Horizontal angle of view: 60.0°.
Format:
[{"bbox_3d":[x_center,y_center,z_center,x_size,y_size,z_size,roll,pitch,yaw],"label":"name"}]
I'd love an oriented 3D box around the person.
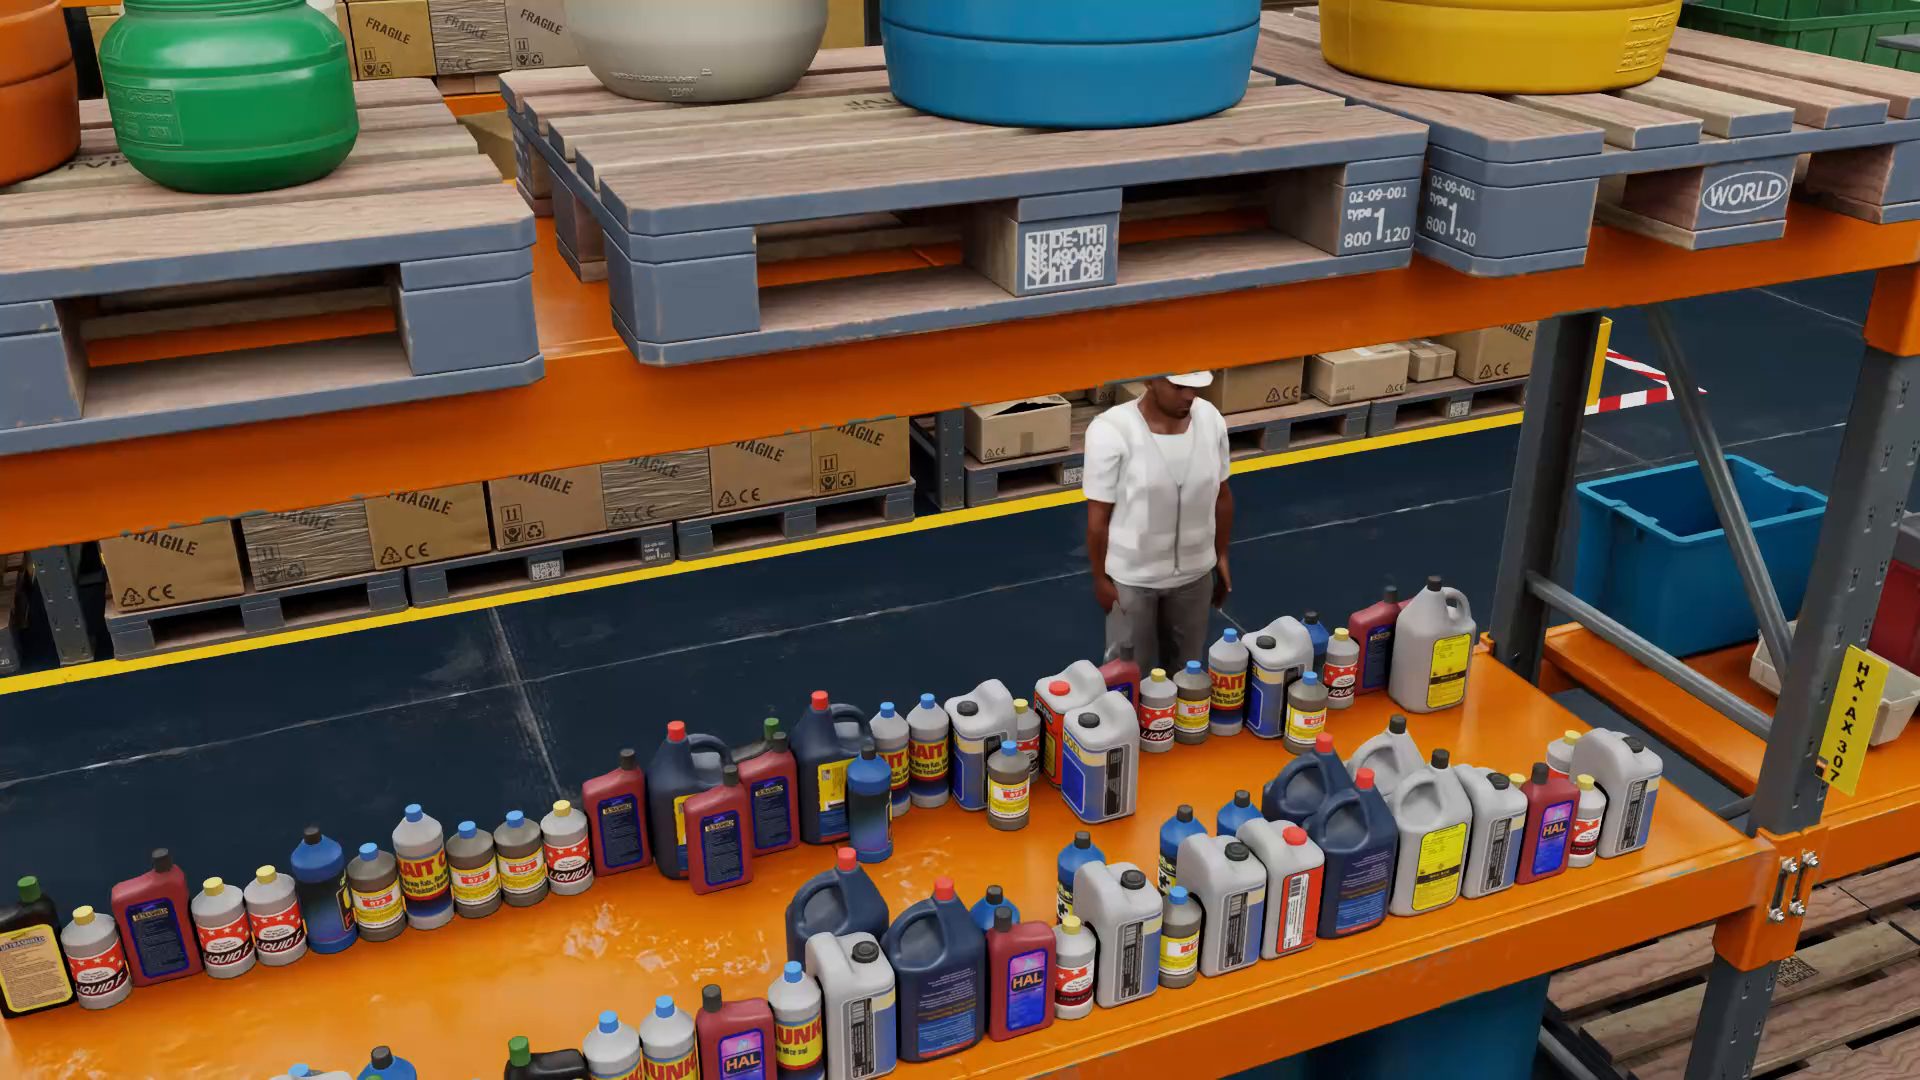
[{"bbox_3d":[0.706,0.093,5.892,0.565,1.763,0.358,-10,27,-19],"label":"person"}]
